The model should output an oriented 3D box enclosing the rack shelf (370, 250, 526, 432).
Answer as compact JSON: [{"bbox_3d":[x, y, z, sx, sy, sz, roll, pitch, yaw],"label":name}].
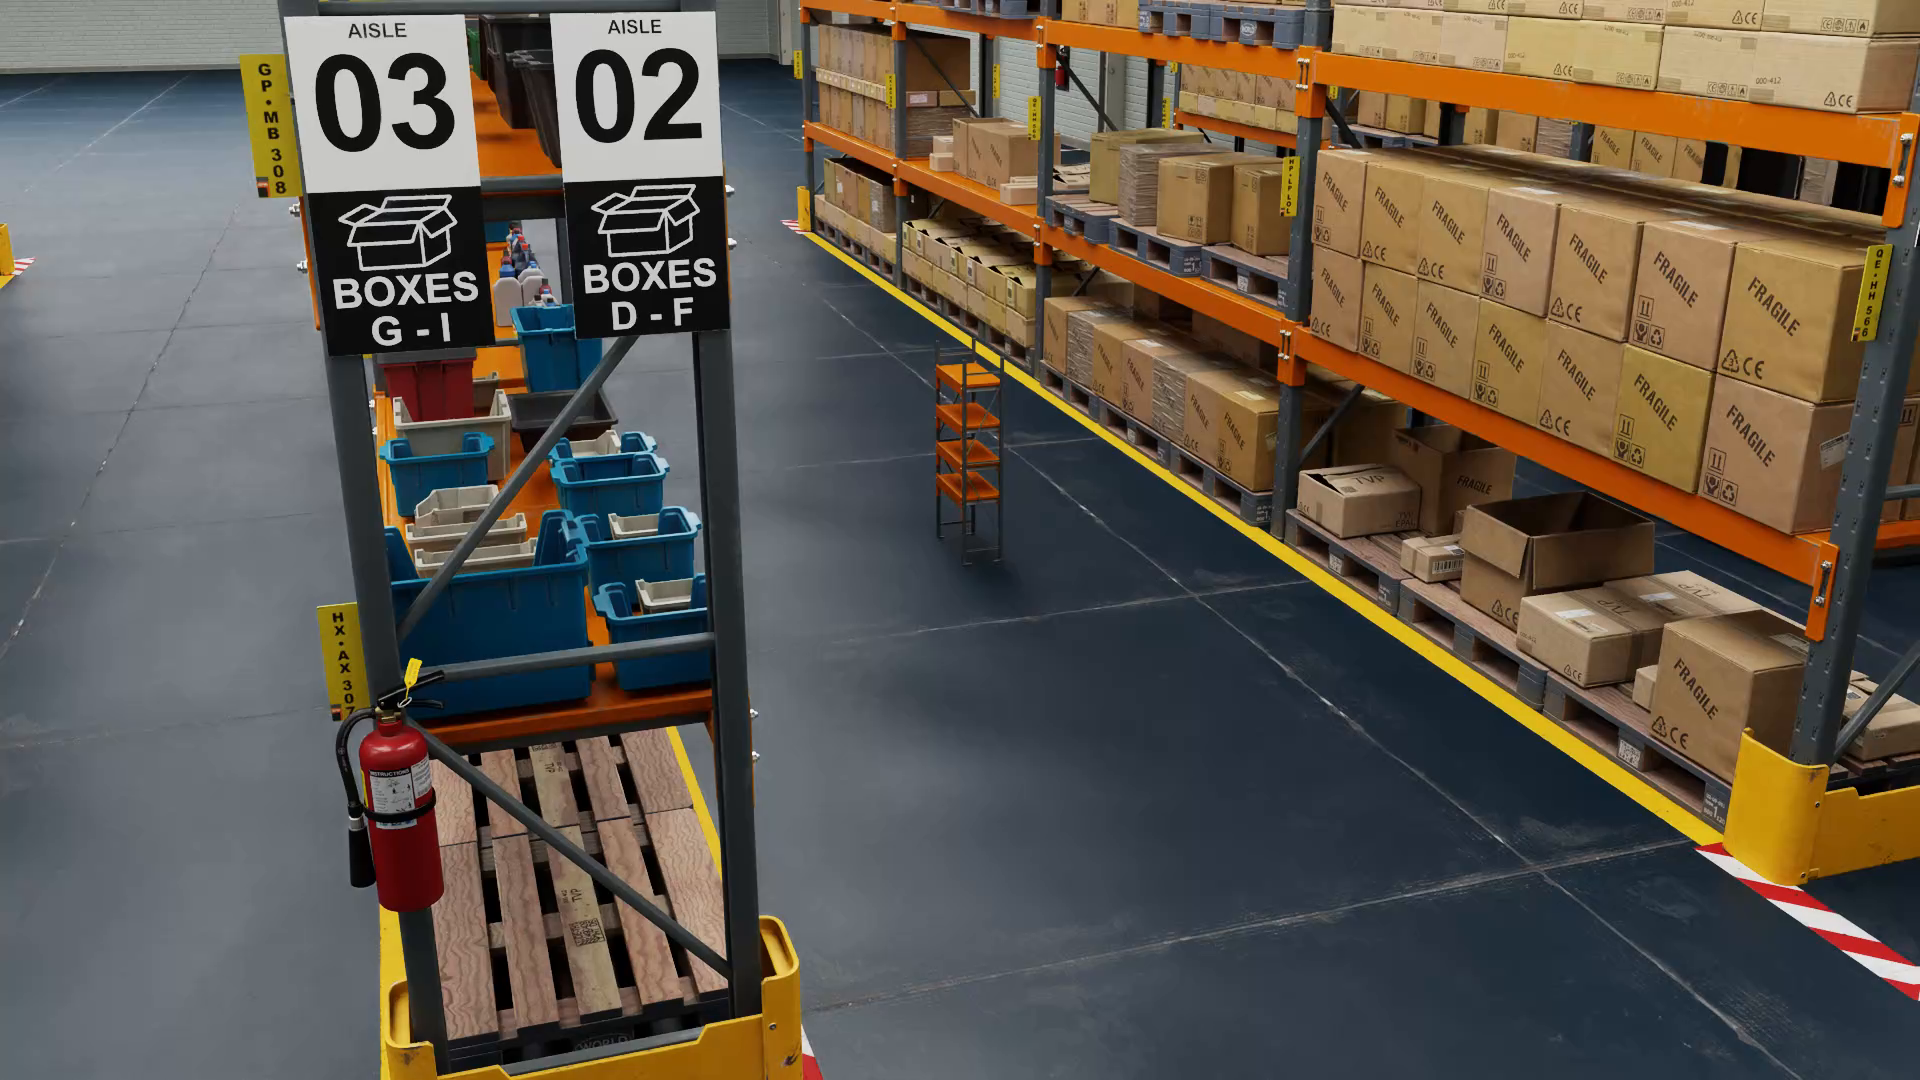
[{"bbox_3d":[-2.976,-1.253,10.033,1.077,0.370,4.000,-6,21,-17],"label":"rack shelf"}]

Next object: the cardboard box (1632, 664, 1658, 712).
[{"bbox_3d":[3.167,0.647,7.218,0.380,0.166,0.250,-6,21,-17],"label":"cardboard box"}]

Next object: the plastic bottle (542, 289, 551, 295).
[{"bbox_3d":[-2.256,-1.236,9.111,0.097,0.271,0.097,0,20,0],"label":"plastic bottle"}]

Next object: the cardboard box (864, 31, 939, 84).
[{"bbox_3d":[-0.620,-5.165,17.791,0.700,0.500,0.500,-6,21,-17],"label":"cardboard box"}]

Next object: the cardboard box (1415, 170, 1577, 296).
[{"bbox_3d":[2.561,-1.481,7.976,0.500,0.500,0.500,-7,21,-19],"label":"cardboard box"}]

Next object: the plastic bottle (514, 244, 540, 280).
[{"bbox_3d":[-2.603,-1.602,10.011,0.144,0.351,0.185,-6,21,-17],"label":"plastic bottle"}]

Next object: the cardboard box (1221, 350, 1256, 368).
[{"bbox_3d":[2.107,-1.018,11.361,0.500,0.500,0.500,-6,21,-17],"label":"cardboard box"}]

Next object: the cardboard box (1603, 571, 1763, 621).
[{"bbox_3d":[3.398,0.370,7.866,0.500,0.250,0.500,-6,21,-17],"label":"cardboard box"}]

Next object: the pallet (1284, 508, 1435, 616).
[{"bbox_3d":[2.571,0.058,9.444,1.003,0.211,1.213,-6,21,-17],"label":"pallet"}]

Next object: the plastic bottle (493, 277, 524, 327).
[{"bbox_3d":[-2.566,-1.362,9.454,0.152,0.276,0.135,-6,21,-17],"label":"plastic bottle"}]

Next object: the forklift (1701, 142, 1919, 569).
[{"bbox_3d":[4.767,-1.654,10.186,1.130,2.935,3.031,-6,21,-15],"label":"forklift"}]

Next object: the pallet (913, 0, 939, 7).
[{"bbox_3d":[0.131,-5.082,15.475,0.805,0.209,1.217,-7,21,-19],"label":"pallet"}]

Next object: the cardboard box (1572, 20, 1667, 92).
[{"bbox_3d":[2.886,-1.990,6.805,0.500,0.250,0.500,-6,21,-17],"label":"cardboard box"}]

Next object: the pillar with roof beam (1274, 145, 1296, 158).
[{"bbox_3d":[0.240,-8.087,19.119,9.100,9.000,0.400,-6,21,-17],"label":"pillar with roof beam"}]

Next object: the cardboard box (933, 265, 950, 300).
[{"bbox_3d":[0.058,-2.460,15.775,0.500,0.250,0.500,-7,21,-19],"label":"cardboard box"}]

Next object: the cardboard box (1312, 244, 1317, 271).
[{"bbox_3d":[2.420,-1.896,9.988,0.700,0.500,0.500,-15,24,-35],"label":"cardboard box"}]

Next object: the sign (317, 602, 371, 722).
[{"bbox_3d":[-1.607,0.320,4.346,0.100,0.325,0.005,-6,21,-17],"label":"sign"}]

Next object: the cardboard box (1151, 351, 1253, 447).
[{"bbox_3d":[1.625,-0.954,11.183,0.500,0.500,0.500,-6,21,-17],"label":"cardboard box"}]

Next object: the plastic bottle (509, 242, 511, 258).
[{"bbox_3d":[-2.981,-1.943,11.182,0.097,0.201,0.097,0,20,0],"label":"plastic bottle"}]

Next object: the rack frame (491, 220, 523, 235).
[{"bbox_3d":[-3.604,-2.234,11.698,1.000,3.000,0.127,-6,21,-17],"label":"rack frame"}]

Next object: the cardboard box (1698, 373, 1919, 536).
[{"bbox_3d":[3.214,-0.353,6.315,0.500,0.500,0.500,-6,21,-16],"label":"cardboard box"}]

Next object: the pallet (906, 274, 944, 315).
[{"bbox_3d":[0.110,-2.498,16.558,1.003,0.211,1.213,-6,21,-17],"label":"pallet"}]

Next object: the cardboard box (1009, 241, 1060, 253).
[{"bbox_3d":[0.720,-2.622,15.396,0.500,0.311,0.500,-7,21,-18],"label":"cardboard box"}]

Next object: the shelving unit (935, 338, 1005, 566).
[{"bbox_3d":[0.052,-0.512,9.566,0.258,1.200,0.503,-6,21,-17],"label":"shelving unit"}]

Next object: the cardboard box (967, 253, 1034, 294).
[{"bbox_3d":[0.375,-2.397,14.768,0.500,0.311,0.500,-7,21,-18],"label":"cardboard box"}]

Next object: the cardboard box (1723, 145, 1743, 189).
[{"bbox_3d":[6.192,-2.805,12.671,0.500,0.500,0.500,-6,21,-16],"label":"cardboard box"}]

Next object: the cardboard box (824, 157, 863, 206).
[{"bbox_3d":[-1.299,-4.227,19.583,0.500,0.500,0.500,-6,21,-17],"label":"cardboard box"}]

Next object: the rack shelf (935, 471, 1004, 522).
[{"bbox_3d":[0.052,-0.261,9.656,0.258,0.148,0.480,-6,21,-17],"label":"rack shelf"}]

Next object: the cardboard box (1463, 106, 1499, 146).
[{"bbox_3d":[5.231,-4.088,16.061,0.700,0.500,0.500,-6,21,-17],"label":"cardboard box"}]

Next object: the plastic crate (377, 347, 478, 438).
[{"bbox_3d":[-2.305,-0.695,7.231,0.402,0.464,0.583,-6,21,-17],"label":"plastic crate"}]

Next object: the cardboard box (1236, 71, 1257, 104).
[{"bbox_3d":[3.627,-5.470,19.790,0.500,0.500,0.500,-6,21,-16],"label":"cardboard box"}]

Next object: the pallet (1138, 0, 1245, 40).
[{"bbox_3d":[1.889,-3.348,10.640,1.213,0.211,1.003,-6,21,-17],"label":"pallet"}]

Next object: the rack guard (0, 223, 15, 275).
[{"bbox_3d":[-10.797,-3.074,17.735,1.175,0.500,0.348,-6,21,-17],"label":"rack guard"}]

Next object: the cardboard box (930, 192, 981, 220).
[{"bbox_3d":[-0.007,-3.481,17.508,0.500,0.500,0.500,-6,21,-17],"label":"cardboard box"}]

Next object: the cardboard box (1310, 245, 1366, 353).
[{"bbox_3d":[2.258,-1.330,9.033,0.500,0.500,0.500,-6,21,-16],"label":"cardboard box"}]

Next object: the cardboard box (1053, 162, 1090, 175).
[{"bbox_3d":[1.002,-3.024,14.031,0.500,0.311,0.500,-7,21,-18],"label":"cardboard box"}]

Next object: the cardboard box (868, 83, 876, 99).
[{"bbox_3d":[-0.765,-4.786,17.696,0.380,0.149,0.250,-6,21,-17],"label":"cardboard box"}]

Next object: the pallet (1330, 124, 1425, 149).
[{"bbox_3d":[4.645,-4.219,17.509,1.003,0.211,1.213,-6,21,-17],"label":"pallet"}]

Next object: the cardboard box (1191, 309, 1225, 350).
[{"bbox_3d":[1.963,-1.522,11.653,0.500,0.250,0.500,-7,21,-18],"label":"cardboard box"}]

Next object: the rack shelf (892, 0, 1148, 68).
[{"bbox_3d":[0.470,-4.474,14.561,1.077,0.370,4.000,-6,21,-17],"label":"rack shelf"}]

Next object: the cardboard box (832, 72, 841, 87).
[{"bbox_3d":[-1.257,-5.284,19.082,0.380,0.149,0.250,-7,21,-18],"label":"cardboard box"}]

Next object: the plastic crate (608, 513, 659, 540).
[{"bbox_3d":[-1.090,-0.014,5.820,0.250,0.136,0.298,-6,21,-17],"label":"plastic crate"}]

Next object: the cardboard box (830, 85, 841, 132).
[{"bbox_3d":[-1.111,-5.054,19.402,0.700,0.500,0.500,-6,21,-16],"label":"cardboard box"}]

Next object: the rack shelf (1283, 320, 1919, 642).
[{"bbox_3d":[2.985,-0.495,7.921,1.077,0.370,4.000,-6,21,-17],"label":"rack shelf"}]

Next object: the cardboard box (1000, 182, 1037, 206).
[{"bbox_3d":[0.554,-2.900,13.924,0.380,0.149,0.250,-6,21,-17],"label":"cardboard box"}]

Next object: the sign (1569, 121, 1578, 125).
[{"bbox_3d":[5.288,-3.733,14.277,0.100,0.325,0.005,-6,21,-17],"label":"sign"}]

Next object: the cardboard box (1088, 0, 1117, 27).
[{"bbox_3d":[1.428,-3.917,11.800,0.910,0.500,0.500,-6,21,-17],"label":"cardboard box"}]

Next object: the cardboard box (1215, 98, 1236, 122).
[{"bbox_3d":[3.469,-5.273,20.352,0.500,0.250,0.500,-7,21,-18],"label":"cardboard box"}]

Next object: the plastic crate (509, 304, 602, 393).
[{"bbox_3d":[-1.877,-0.857,7.801,0.392,0.384,0.575,-6,21,-17],"label":"plastic crate"}]

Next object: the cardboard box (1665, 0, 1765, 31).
[{"bbox_3d":[3.053,-2.066,6.276,0.500,0.250,0.500,-6,21,-17],"label":"cardboard box"}]

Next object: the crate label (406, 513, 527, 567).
[{"bbox_3d":[-1.706,0.006,5.765,0.396,0.136,0.243,-6,21,-17],"label":"crate label"}]

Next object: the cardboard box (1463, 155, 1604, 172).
[{"bbox_3d":[2.925,-1.694,8.568,0.500,0.500,0.500,-7,21,-18],"label":"cardboard box"}]

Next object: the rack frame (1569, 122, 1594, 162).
[{"bbox_3d":[5.801,-3.286,14.629,1.000,3.000,0.127,-6,21,-17],"label":"rack frame"}]

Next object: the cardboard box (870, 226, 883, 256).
[{"bbox_3d":[-0.659,-3.233,17.927,0.500,0.250,0.500,-6,21,-17],"label":"cardboard box"}]

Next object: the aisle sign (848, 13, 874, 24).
[{"bbox_3d":[-1.157,-6.602,20.014,0.394,0.787,0.004,-6,21,-17],"label":"aisle sign"}]
